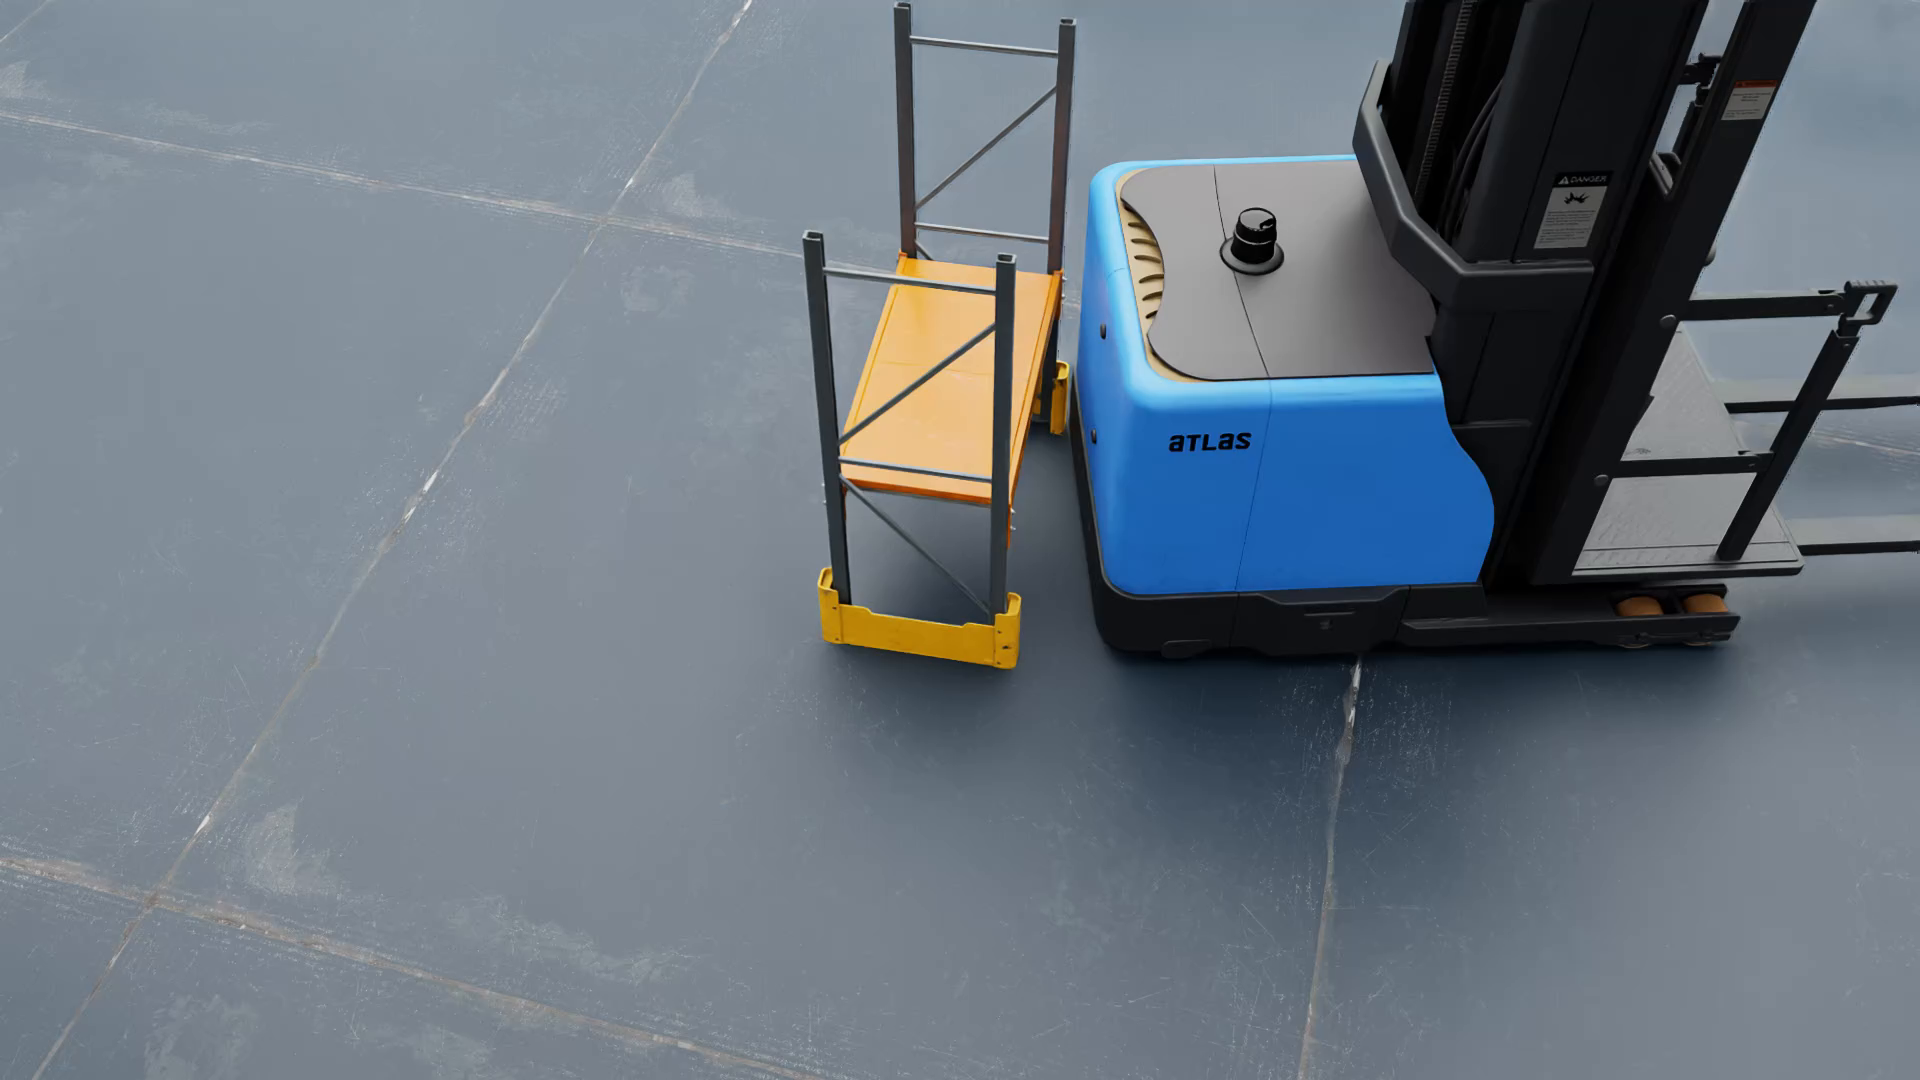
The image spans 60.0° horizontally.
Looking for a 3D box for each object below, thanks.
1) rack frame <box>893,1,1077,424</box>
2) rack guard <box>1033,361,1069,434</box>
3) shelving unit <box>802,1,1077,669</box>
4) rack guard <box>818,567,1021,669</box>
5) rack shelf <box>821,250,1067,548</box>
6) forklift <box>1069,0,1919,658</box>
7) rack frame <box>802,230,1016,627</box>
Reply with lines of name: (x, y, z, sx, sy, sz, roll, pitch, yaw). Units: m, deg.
rack frame: (0.067, -0.933, 5.073, 0.500, 1.500, 0.032, 8, 49, 7)
rack guard: (0.063, -0.505, 5.529, 0.587, 0.250, 0.087, 8, 49, 7)
shelving unit: (-0.028, -0.551, 4.736, 0.587, 1.500, 1.083, 8, 49, 7)
rack guard: (-0.118, 0.229, 4.881, 0.587, 0.250, 0.087, 8, 49, 7)
rack shelf: (-0.026, -0.439, 4.877, 0.538, 0.185, 1.000, 8, 49, 7)
forklift: (1.895, -1.045, 4.217, 3.031, 2.935, 1.130, -2, 49, -2)
rack frame: (-0.119, -0.183, 4.411, 0.500, 1.500, 0.032, 8, 49, 7)
